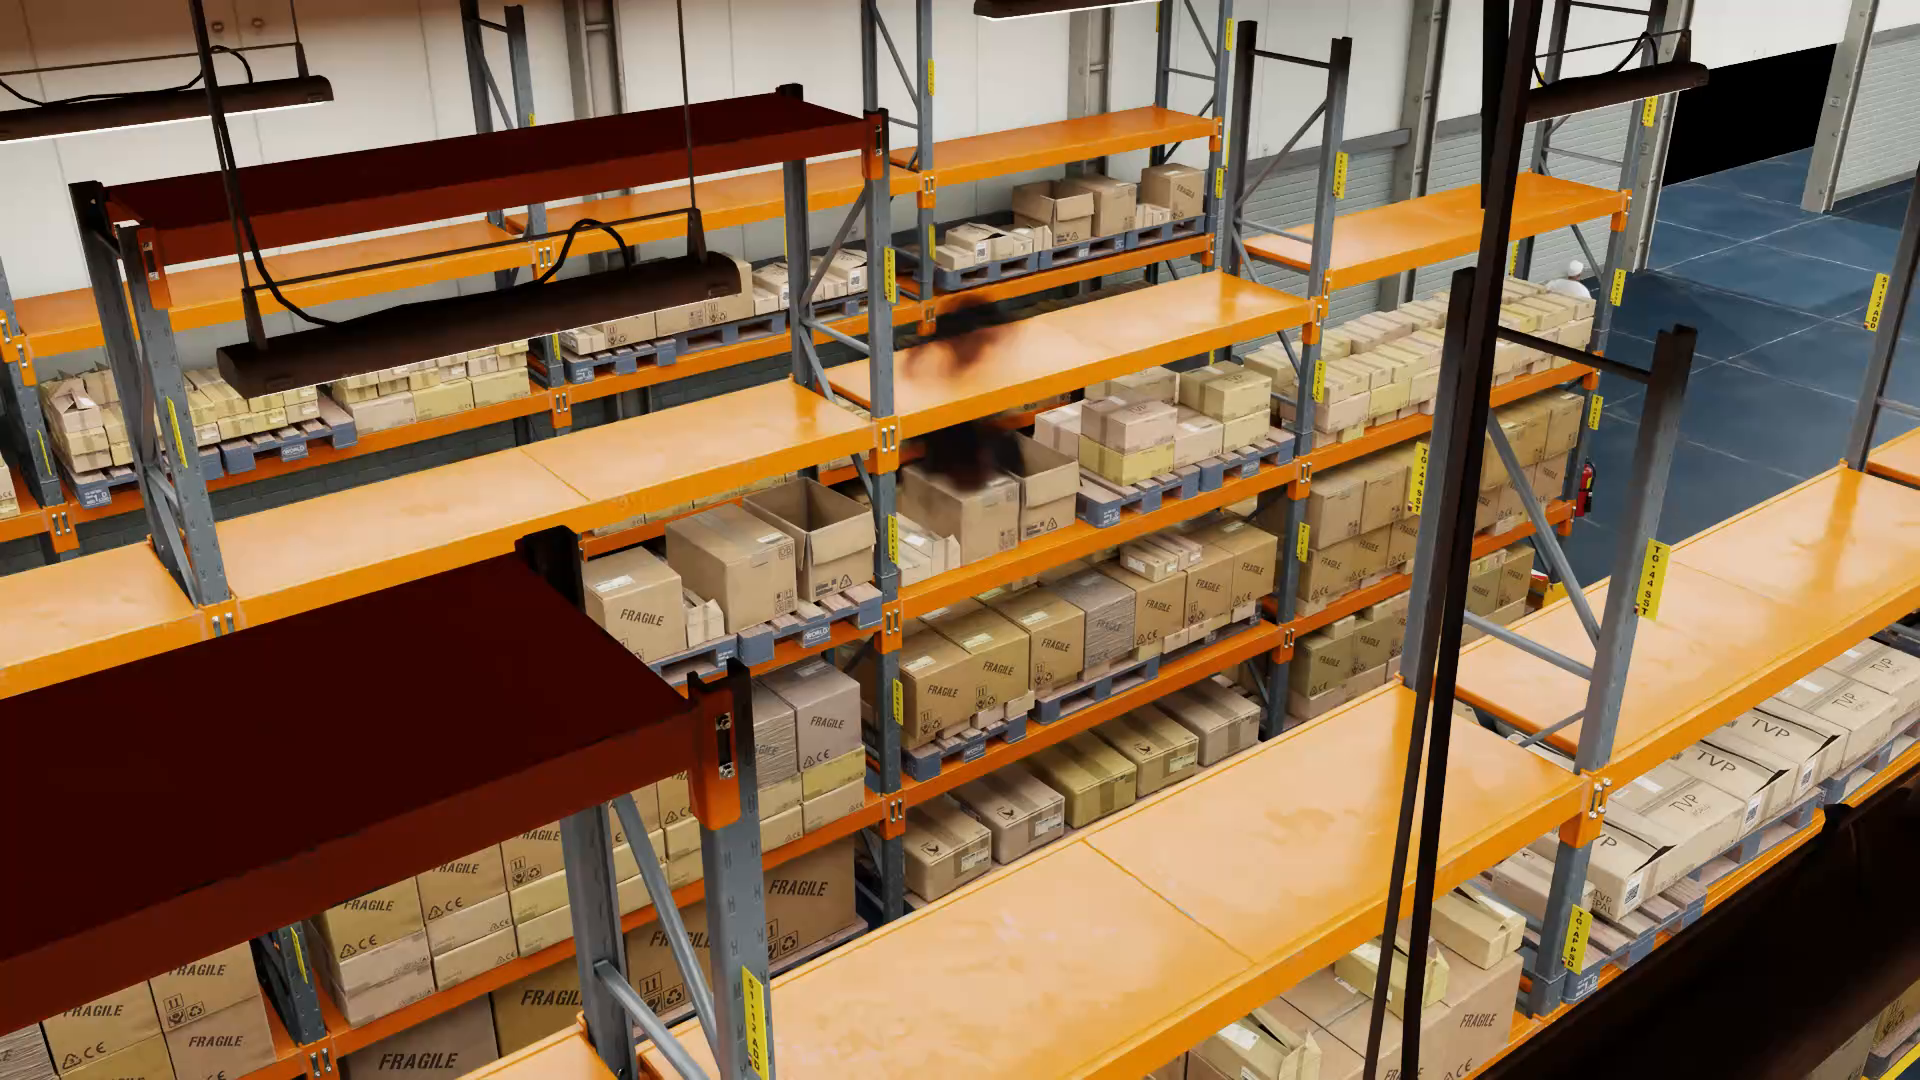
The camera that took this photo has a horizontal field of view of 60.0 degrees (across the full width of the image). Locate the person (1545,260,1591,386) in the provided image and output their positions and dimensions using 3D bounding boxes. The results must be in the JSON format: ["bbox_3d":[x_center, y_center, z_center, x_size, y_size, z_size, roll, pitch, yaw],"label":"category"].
[{"bbox_3d":[7.988,-2.859,22.013,0.736,1.727,0.613,22,34,38],"label":"person"}]
